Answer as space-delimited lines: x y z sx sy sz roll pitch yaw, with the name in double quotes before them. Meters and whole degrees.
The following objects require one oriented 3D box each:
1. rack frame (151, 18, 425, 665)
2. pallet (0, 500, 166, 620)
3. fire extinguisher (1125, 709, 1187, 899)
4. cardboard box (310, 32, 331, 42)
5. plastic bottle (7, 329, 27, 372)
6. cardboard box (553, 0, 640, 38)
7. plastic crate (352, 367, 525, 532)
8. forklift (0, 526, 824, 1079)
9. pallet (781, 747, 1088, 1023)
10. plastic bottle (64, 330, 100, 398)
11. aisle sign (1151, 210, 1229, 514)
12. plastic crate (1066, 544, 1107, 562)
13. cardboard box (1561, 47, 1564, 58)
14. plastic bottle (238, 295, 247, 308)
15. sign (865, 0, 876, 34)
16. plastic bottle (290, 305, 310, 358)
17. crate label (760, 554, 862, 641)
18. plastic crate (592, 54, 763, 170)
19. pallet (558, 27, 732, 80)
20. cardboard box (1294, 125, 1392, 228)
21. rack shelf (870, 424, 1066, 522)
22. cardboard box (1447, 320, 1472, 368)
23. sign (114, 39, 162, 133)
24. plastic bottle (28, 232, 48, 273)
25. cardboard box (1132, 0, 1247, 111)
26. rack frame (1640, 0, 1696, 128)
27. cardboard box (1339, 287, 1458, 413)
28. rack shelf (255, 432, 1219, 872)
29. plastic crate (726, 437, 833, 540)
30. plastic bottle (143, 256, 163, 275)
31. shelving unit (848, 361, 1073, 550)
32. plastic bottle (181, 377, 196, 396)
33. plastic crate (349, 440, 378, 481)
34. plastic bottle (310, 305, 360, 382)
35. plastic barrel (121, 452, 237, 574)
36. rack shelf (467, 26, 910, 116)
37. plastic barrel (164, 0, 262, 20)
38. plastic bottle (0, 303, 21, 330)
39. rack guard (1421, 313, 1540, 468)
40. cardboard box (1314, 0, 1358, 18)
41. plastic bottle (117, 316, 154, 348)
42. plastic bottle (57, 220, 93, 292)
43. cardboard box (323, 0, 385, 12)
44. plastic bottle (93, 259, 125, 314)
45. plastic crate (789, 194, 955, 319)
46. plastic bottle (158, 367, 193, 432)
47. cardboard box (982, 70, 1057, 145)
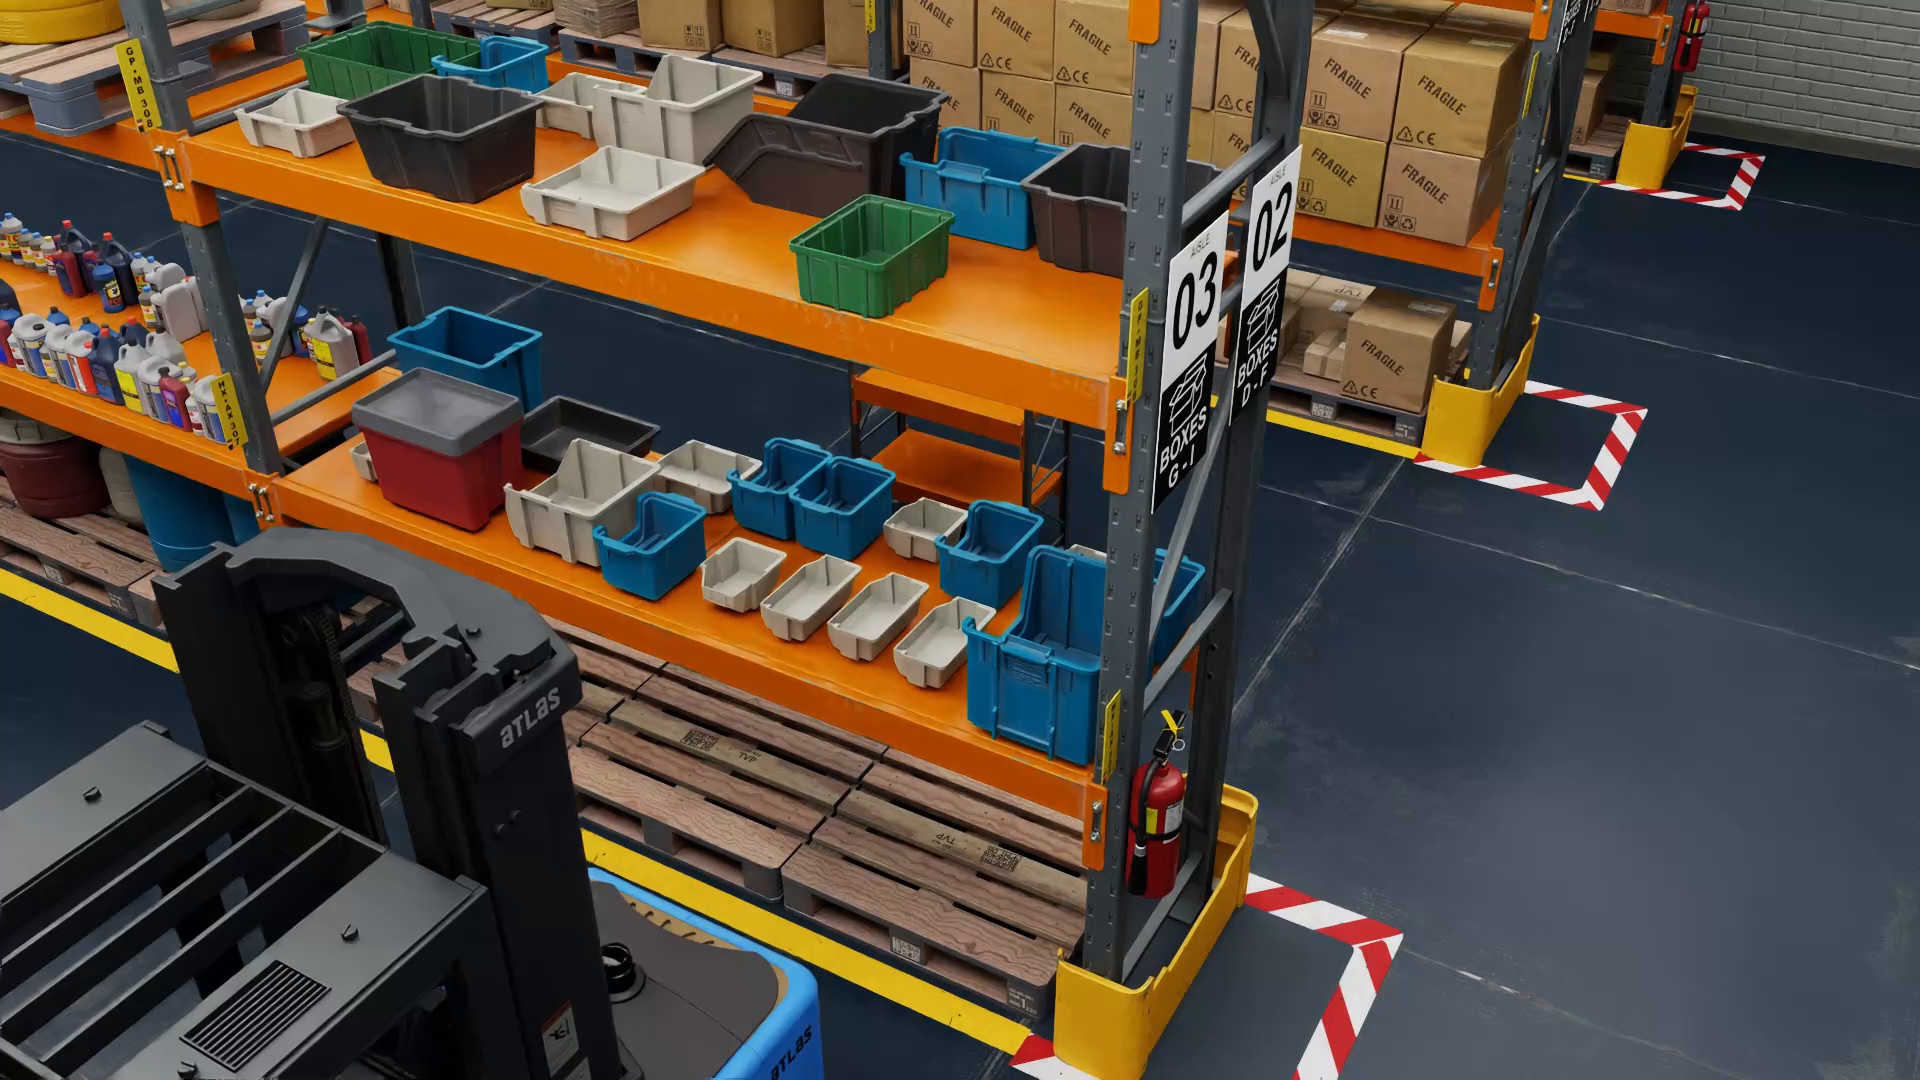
"rack frame" -2.739 -0.677 7.331 0.127 3.000 1.000 18 37 24
"pallet" -4.451 -0.084 8.956 1.213 0.211 1.003 18 37 24
"fire extinguisher" 0.639 0.871 5.413 0.183 0.674 0.296 18 37 24
"cardboard box" -5.408 -4.132 14.115 0.500 0.311 0.500 17 37 24
"plastic bottle" -4.429 -0.906 7.854 0.097 0.201 0.097 0 34 0
"cardboard box" -2.449 -3.914 11.723 0.500 0.500 0.700 25 41 33
"plastic crate" -2.088 -0.362 6.747 0.583 0.464 0.402 18 37 24
"forklift" -1.600 1.569 4.020 1.130 2.935 3.031 18 38 25
"pallet" 0.037 1.338 6.821 1.213 0.211 1.003 18 37 24
"plastic bottle" -3.996 -0.817 7.654 0.135 0.276 0.152 18 37 24
"aisle sign" 0.651 -0.498 4.717 0.004 0.787 0.394 18 37 24
"plastic crate" 0.446 0.154 6.268 0.298 0.136 0.250 18 37 24
"cardboard box" 4.790 -3.841 13.373 0.250 0.149 0.380 17 37 24
"plastic bottle" -3.526 -1.104 8.152 0.097 0.201 0.097 0 34 0
"sign" -0.550 -3.273 10.186 0.005 0.325 0.100 18 37 24
"plastic bottle" -3.155 -1.016 7.956 0.097 0.271 0.097 0 34 0
"crate label" -0.562 0.219 6.169 0.243 0.136 0.396 18 37 24
"plastic crate" -1.037 -1.534 6.019 0.530 0.282 0.437 18 37 24
"pallet" -2.060 -3.547 11.815 1.213 0.211 1.003 18 37 24
"cardboard box" 2.219 -2.134 9.430 0.500 0.500 0.500 18 38 25
"rack shelf" 0.006 -0.263 8.842 1.000 0.278 0.538 18 37 24
"cardboard box" 3.002 -1.237 10.347 0.250 0.149 0.380 18 37 24
"sign" -3.013 -1.665 6.101 0.005 0.325 0.100 18 37 24
"plastic bottle" -4.850 -1.524 8.782 0.097 0.201 0.097 0 34 0
"cardboard box" 1.335 -2.828 9.569 0.500 0.500 0.500 19 38 26
"rack frame" 5.650 -4.344 12.839 0.127 3.000 1.000 18 37 24
"cardboard box" 2.601 -1.133 9.875 0.500 0.500 0.500 18 37 24
"rack shelf" -1.002 0.173 6.705 4.000 0.370 1.077 18 37 24
"plastic crate" -0.721 -0.203 6.717 0.300 0.233 0.416 18 37 24
"plastic bottle" -4.044 -1.298 8.379 0.097 0.271 0.097 0 34 0
"shelving unit" 0.006 -0.466 8.706 1.048 1.125 0.538 18 37 24
"plastic bottle" -3.441 -0.632 7.443 0.097 0.201 0.097 0 34 0
"plastic crate" -2.406 -0.395 7.092 0.243 0.136 0.396 18 37 24
"plastic bottle" -2.919 -0.920 7.741 0.185 0.351 0.144 18 37 24
"plastic barrel" -3.818 -0.331 8.326 0.708 0.901 0.600 18 37 24
"rack shelf" -2.014 -3.310 11.935 4.000 0.370 1.077 18 37 24
"plastic barrel" -3.071 -2.422 6.744 0.433 0.535 0.433 0 34 0
"plastic bottle" -4.515 -1.001 7.934 0.097 0.271 0.097 0 34 0
"rack guard" 3.129 -0.940 9.982 0.348 0.500 1.175 18 37 24
"cardboard box" 2.051 -2.946 9.747 0.500 0.500 0.500 18 38 25
"plastic bottle" -3.788 -0.872 7.669 0.185 0.351 0.144 18 37 24
"plastic bottle" -4.539 -1.472 8.570 0.185 0.351 0.144 18 37 24
"cardboard box" -4.669 -4.169 12.803 0.250 0.149 0.380 18 37 24
"plastic bottle" -4.285 -1.282 8.356 0.097 0.271 0.097 0 34 0
"plastic crate" -0.264 -0.871 5.108 0.336 0.188 0.450 18 37 24
"plastic bottle" -3.465 -0.623 7.355 0.133 0.283 0.061 18 37 24
"cardboard box" 0.476 -2.691 10.265 0.500 0.500 0.500 18 38 25
